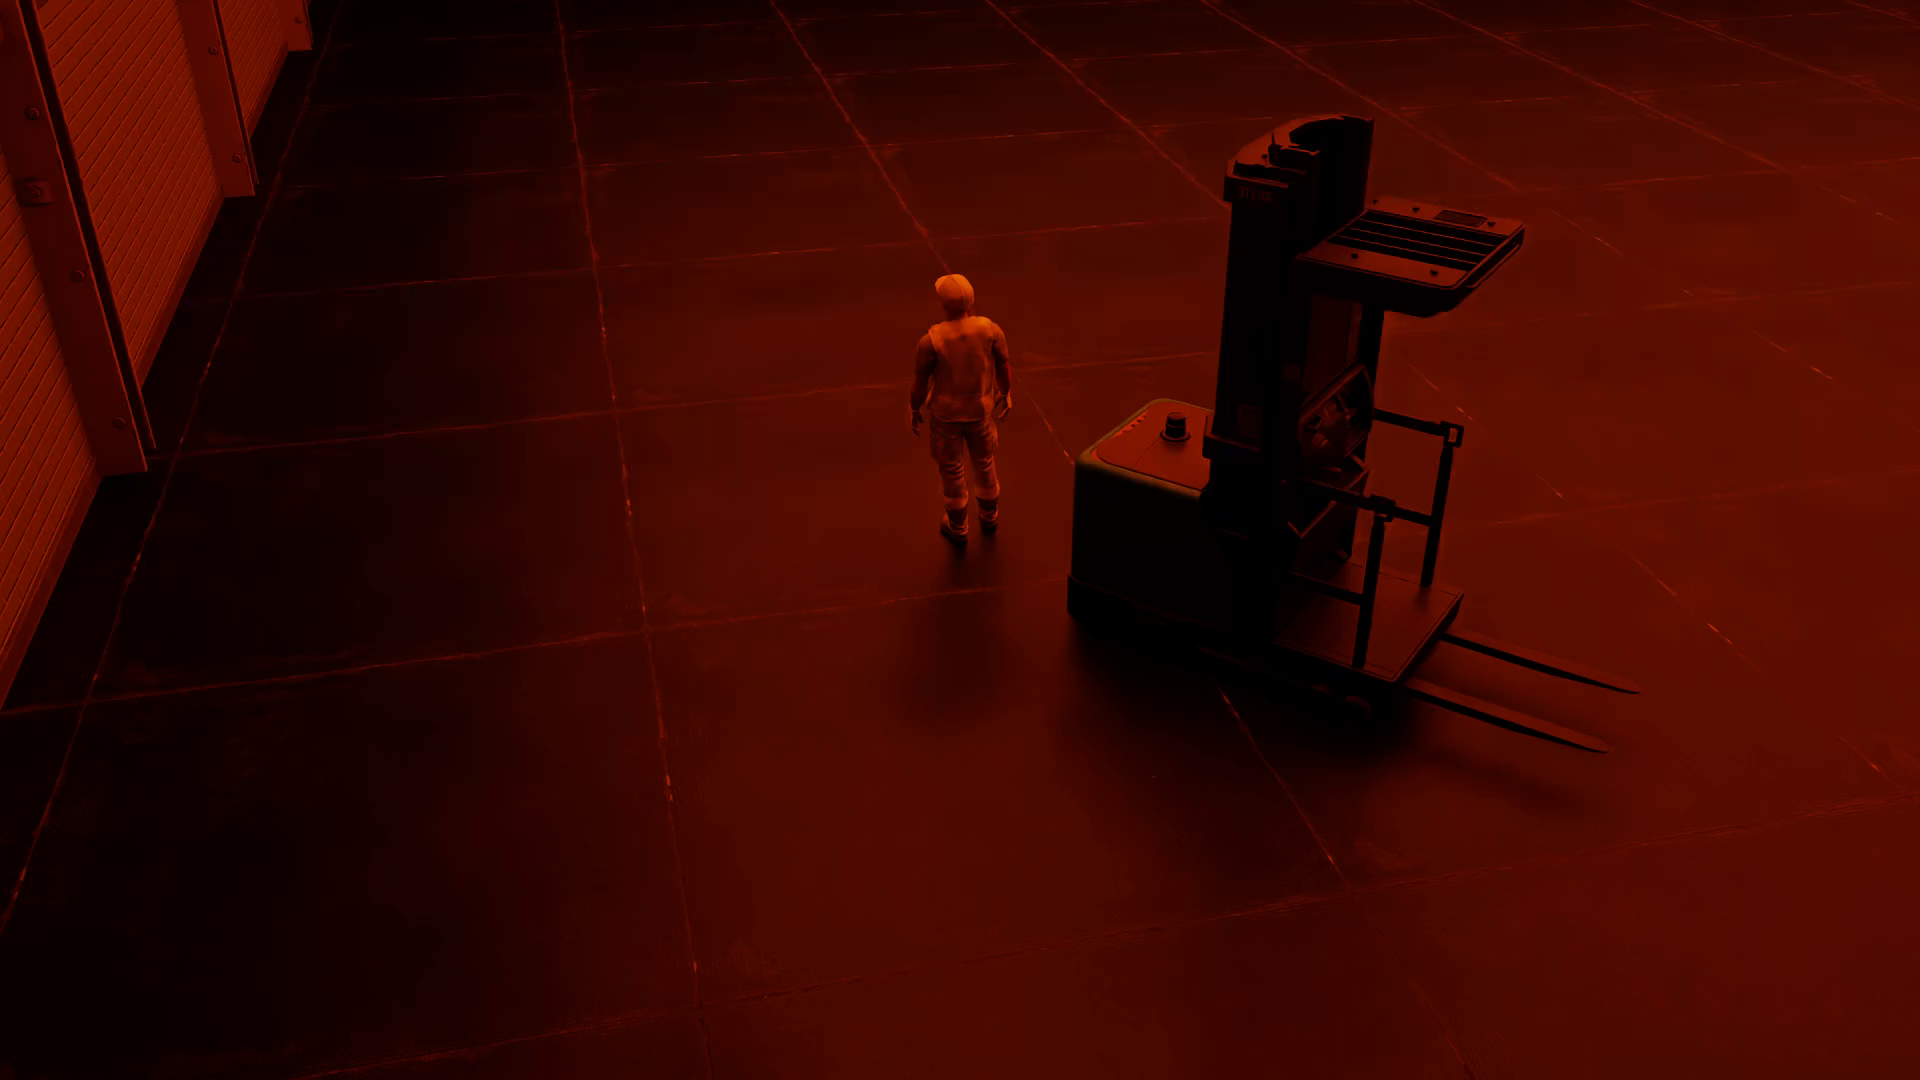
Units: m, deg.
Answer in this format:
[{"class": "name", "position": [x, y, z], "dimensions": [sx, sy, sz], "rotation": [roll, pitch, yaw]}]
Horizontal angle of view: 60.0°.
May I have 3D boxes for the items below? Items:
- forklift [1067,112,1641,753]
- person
[{"class": "forklift", "position": [2.130, -0.585, 8.584], "dimensions": [3.031, 2.935, 1.130], "rotation": [19, 35, 29]}, {"class": "person", "position": [-0.009, -0.821, 10.119], "dimensions": [0.638, 1.789, 0.560], "rotation": [-7, 31, -12]}]
